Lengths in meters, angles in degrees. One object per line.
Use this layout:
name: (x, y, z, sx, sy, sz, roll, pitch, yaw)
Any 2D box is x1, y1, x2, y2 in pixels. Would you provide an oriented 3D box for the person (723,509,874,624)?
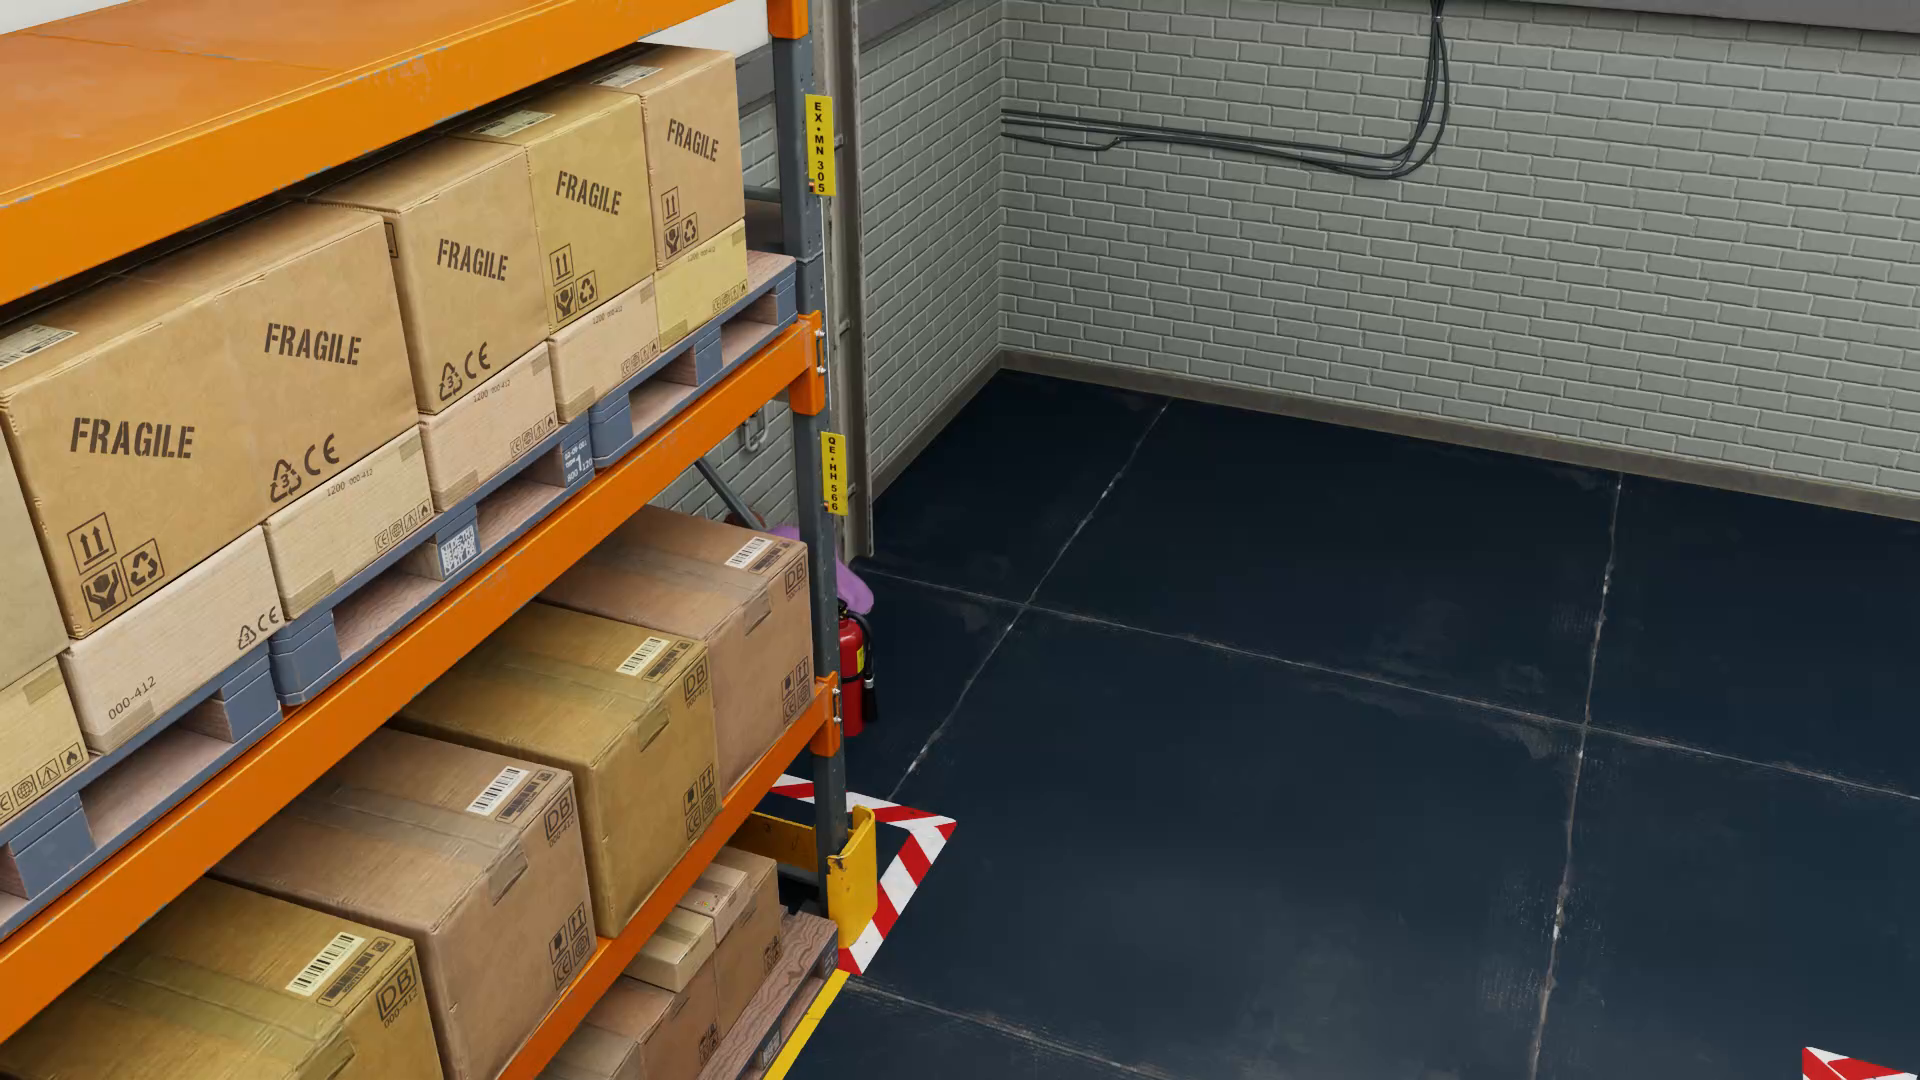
person: (-0.812, 0.357, 8.353, 0.757, 1.025, 0.455, 11, 32, 19)
